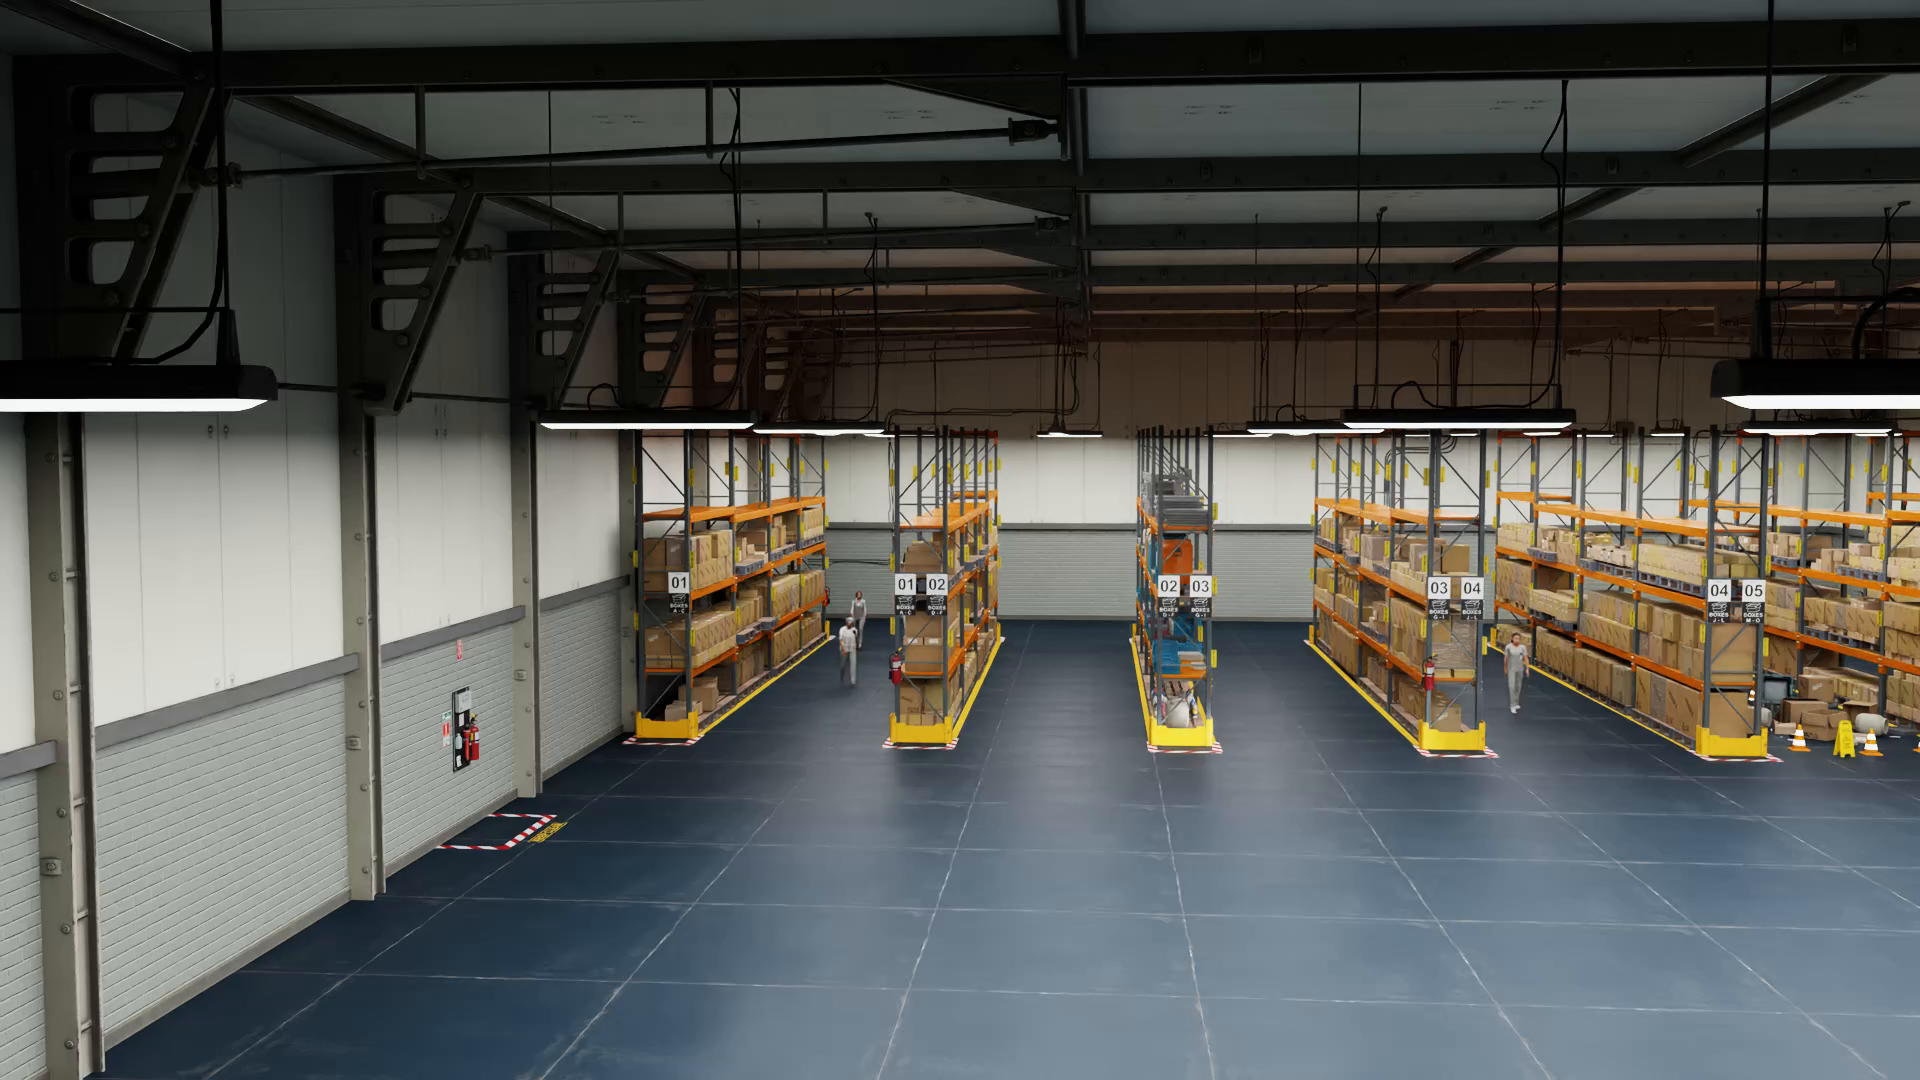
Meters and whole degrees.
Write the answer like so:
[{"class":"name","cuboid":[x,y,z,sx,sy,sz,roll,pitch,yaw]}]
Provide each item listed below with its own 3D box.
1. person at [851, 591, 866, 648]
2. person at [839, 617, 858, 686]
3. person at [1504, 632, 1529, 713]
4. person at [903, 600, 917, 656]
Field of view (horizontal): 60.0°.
[{"class":"person","cuboid":[-2.794,2.165,45.948,0.413,1.550,0.899,0,3,4]},{"class":"person","cuboid":[-2.596,2.584,38.873,0.475,1.580,1.075,-1,4,-12]},{"class":"person","cuboid":[11.763,2.782,35.165,0.485,1.698,0.646,0,3,5]},{"class":"person","cuboid":[-1.247,2.242,44.012,0.514,1.690,0.426,1,3,11]}]
